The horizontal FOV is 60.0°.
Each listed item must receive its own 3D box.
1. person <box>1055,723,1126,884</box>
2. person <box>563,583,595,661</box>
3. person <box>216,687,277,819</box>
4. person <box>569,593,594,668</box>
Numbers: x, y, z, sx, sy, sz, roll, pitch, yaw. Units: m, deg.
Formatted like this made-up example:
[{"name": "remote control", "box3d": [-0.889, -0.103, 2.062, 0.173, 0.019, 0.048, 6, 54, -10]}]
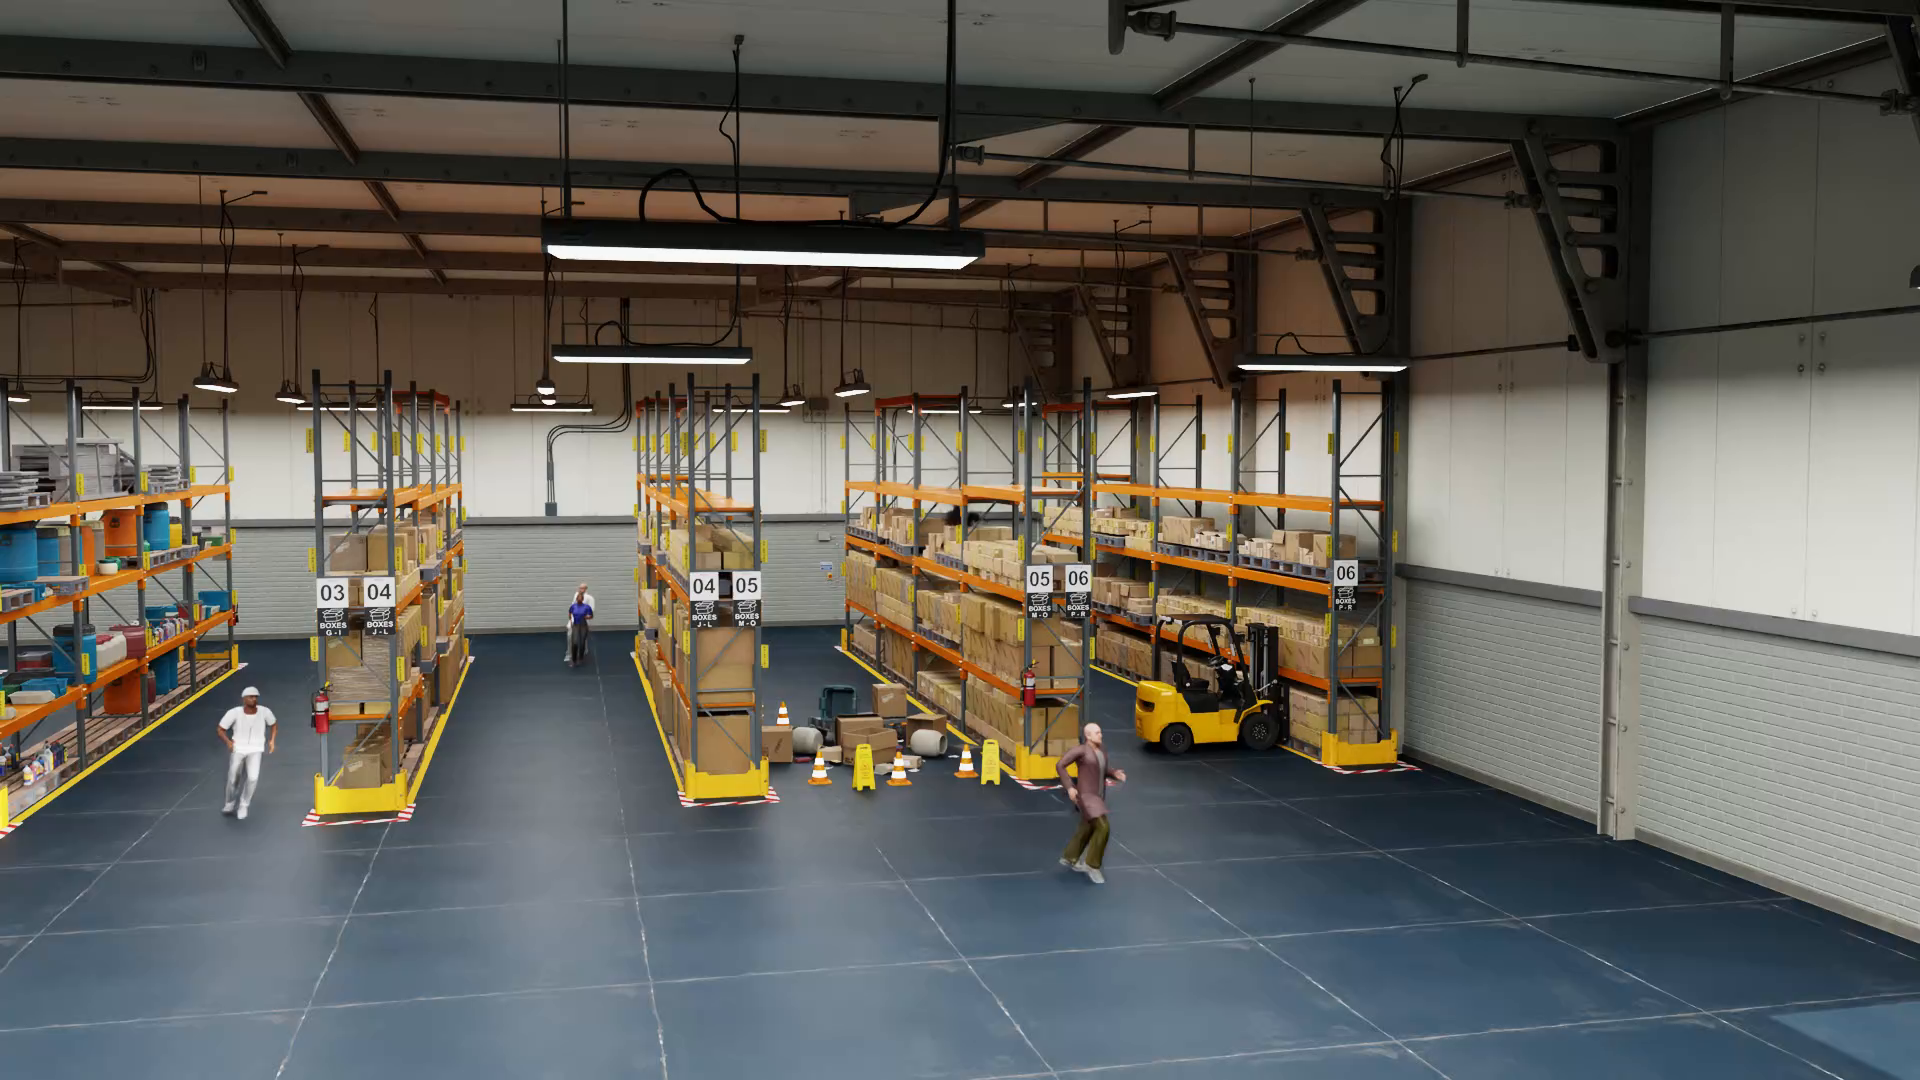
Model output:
[{"name": "person", "box3d": [1.510, 3.023, 19.175, 0.836, 1.840, 0.688, 2, 4, 32]}, {"name": "person", "box3d": [-8.739, 1.914, 38.612, 0.711, 1.835, 0.809, 1, 3, 15]}, {"name": "person", "box3d": [-9.575, 2.857, 22.363, 0.765, 1.770, 0.651, -2, 4, -26]}, {"name": "person", "box3d": [-8.510, 2.040, 37.373, 0.579, 1.716, 0.712, 0, 3, -8]}]
